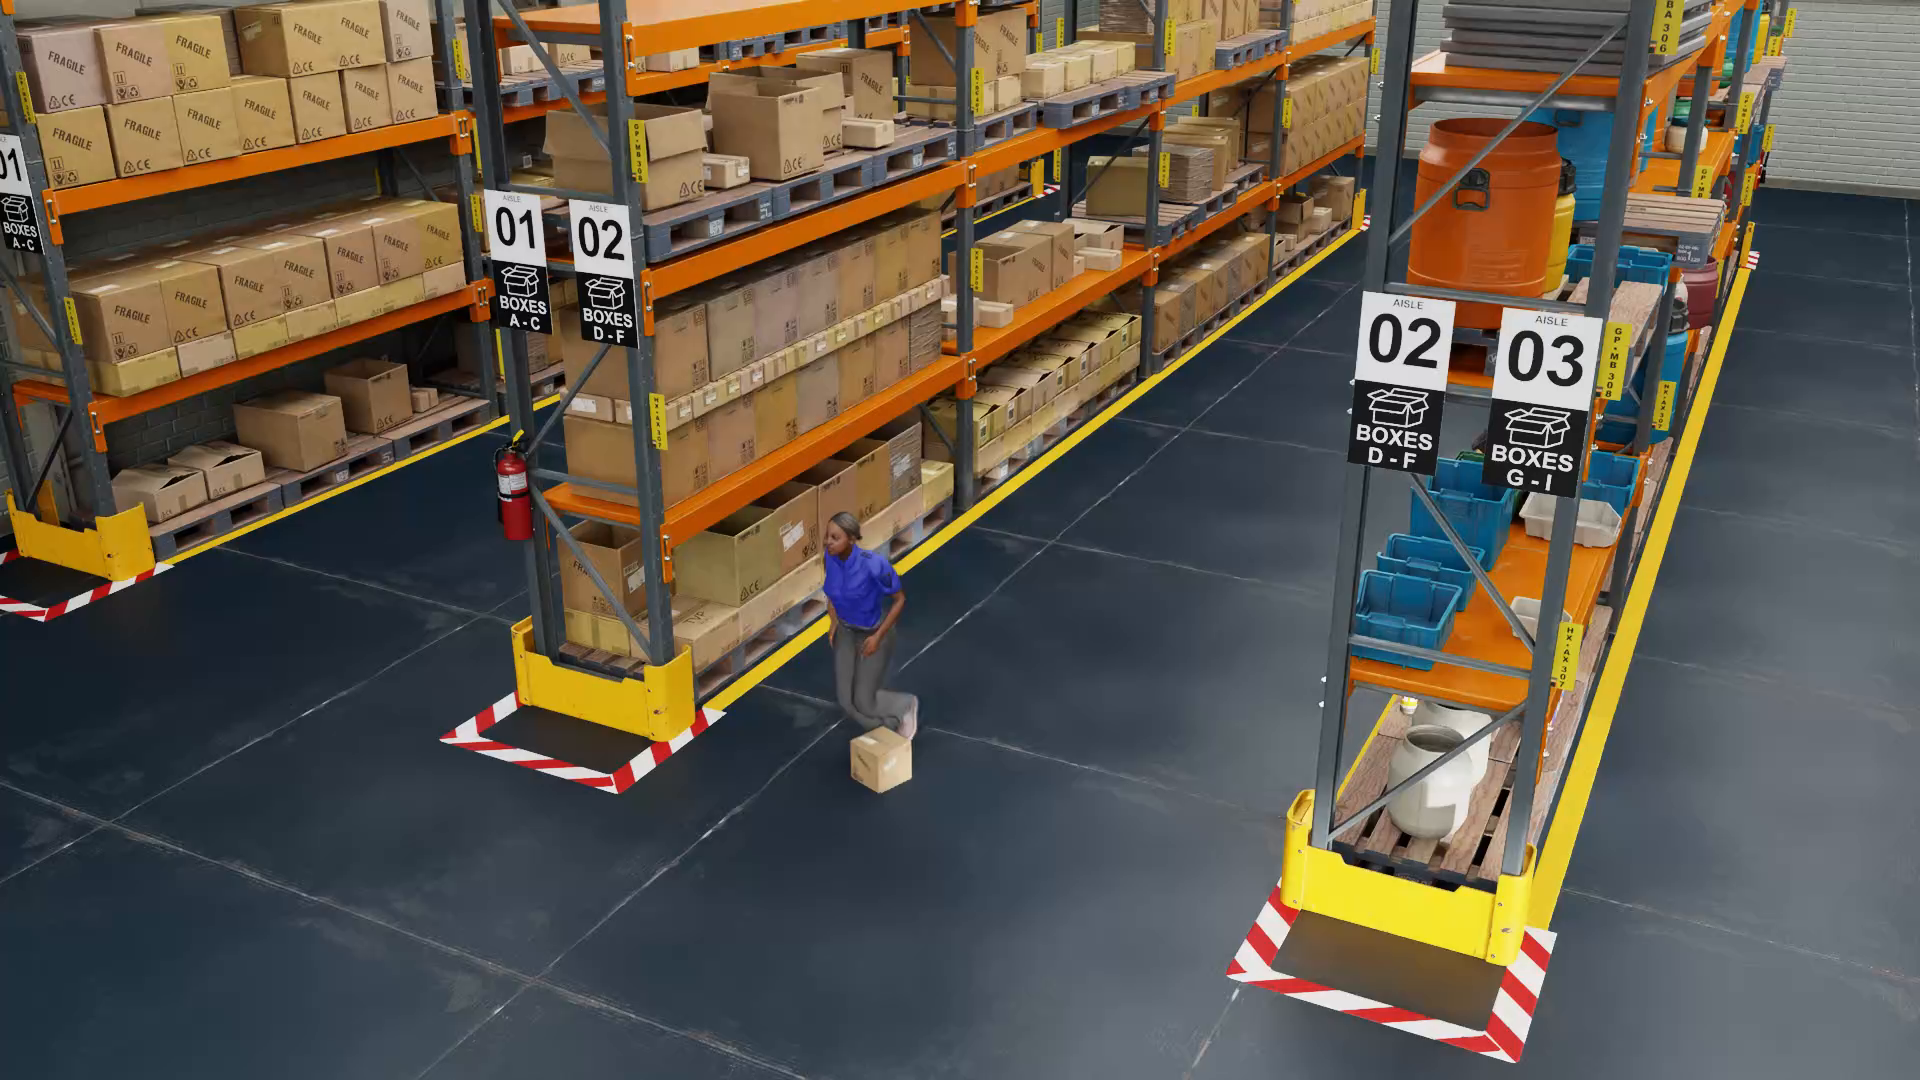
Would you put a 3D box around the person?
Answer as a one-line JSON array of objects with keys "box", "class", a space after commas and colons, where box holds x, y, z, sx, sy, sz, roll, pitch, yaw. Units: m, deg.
[{"box": [-0.542, 0.530, 9.575, 0.584, 1.565, 0.564, 16, 28, 33], "class": "person"}]
